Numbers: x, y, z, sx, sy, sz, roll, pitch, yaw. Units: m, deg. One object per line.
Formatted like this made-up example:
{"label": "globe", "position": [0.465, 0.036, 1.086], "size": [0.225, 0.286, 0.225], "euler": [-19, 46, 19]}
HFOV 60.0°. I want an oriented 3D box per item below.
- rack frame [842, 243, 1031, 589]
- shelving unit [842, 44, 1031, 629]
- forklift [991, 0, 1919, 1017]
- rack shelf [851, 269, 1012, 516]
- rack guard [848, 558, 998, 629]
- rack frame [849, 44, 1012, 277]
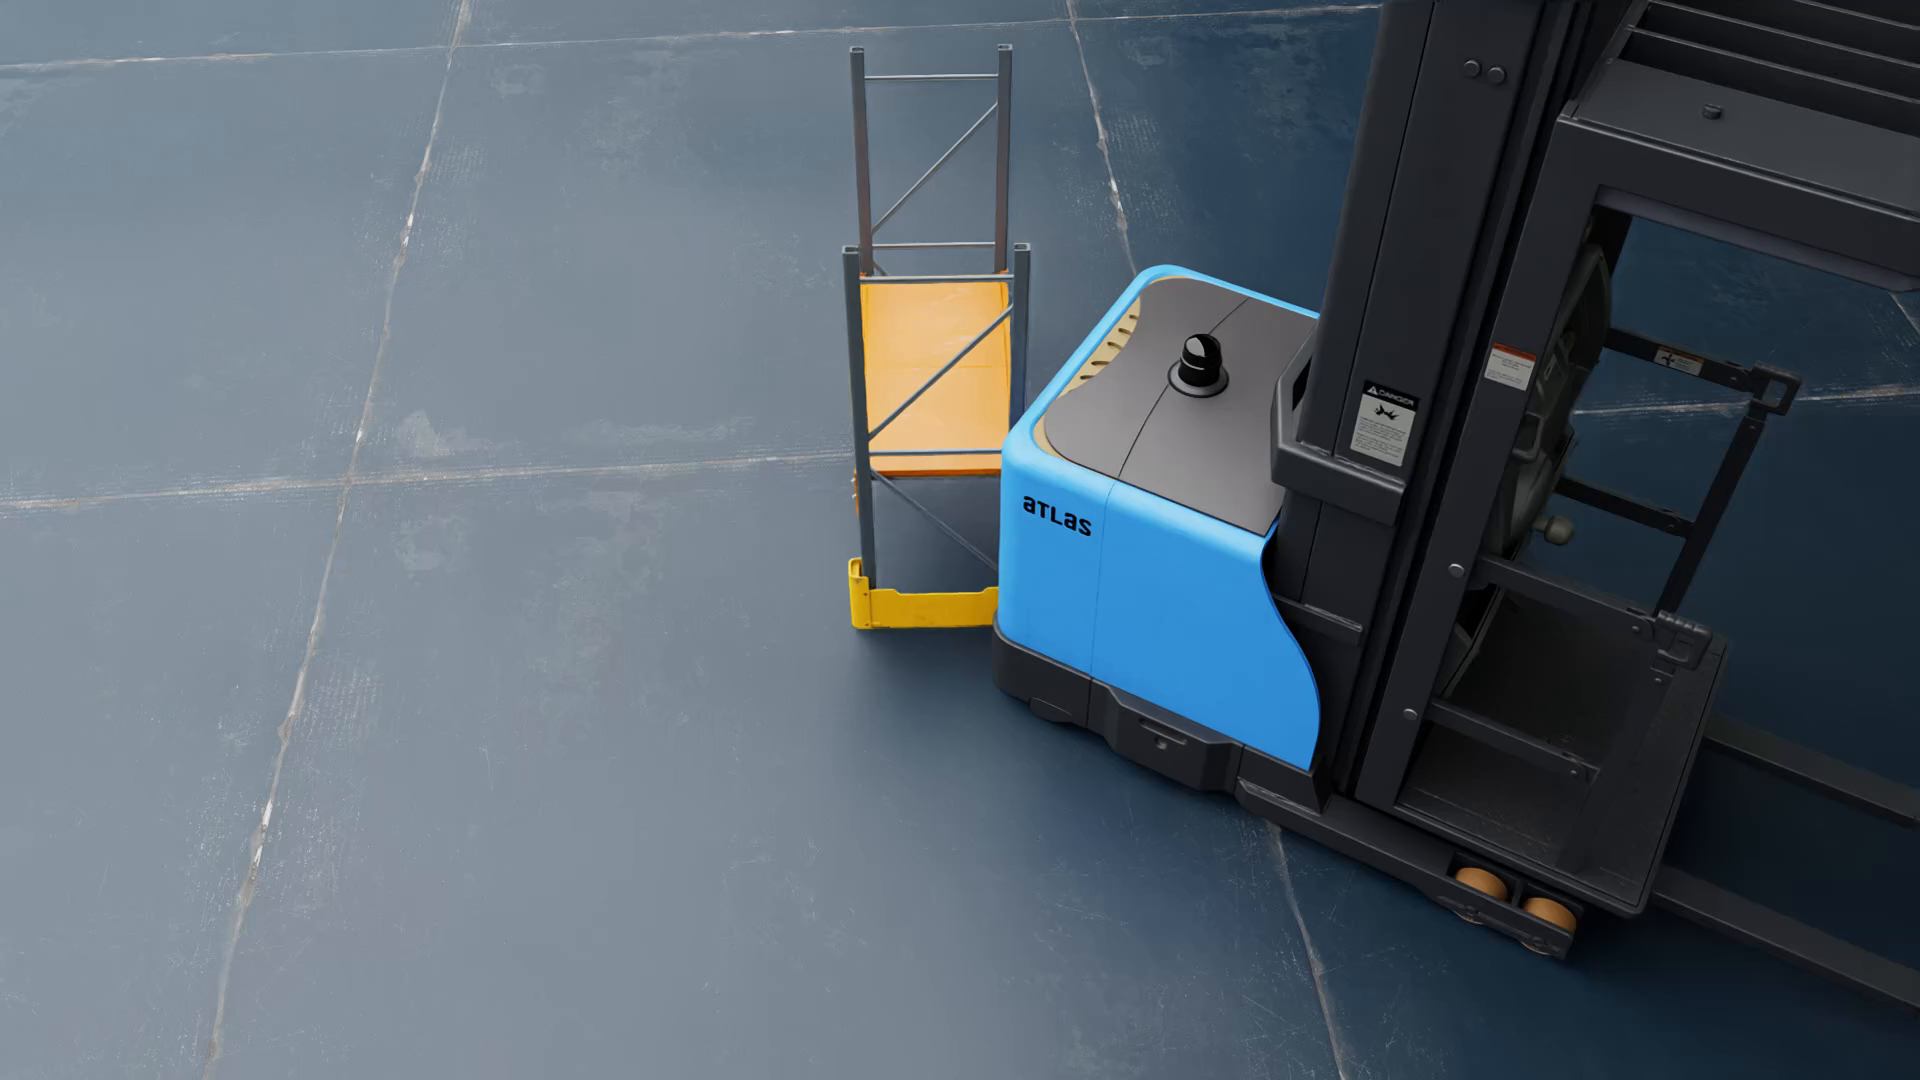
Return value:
{"label": "rack frame", "position": [-0.063, -0.260, 4.963], "size": [0.500, 1.500, 0.032], "euler": [-1, 47, -1]}
{"label": "shelving unit", "position": [-0.076, -0.622, 5.306], "size": [0.587, 1.500, 1.083], "euler": [-1, 47, -1]}
{"label": "forklift", "position": [1.634, -0.296, 4.012], "size": [3.031, 2.935, 1.130], "euler": [23, 51, 20]}
{"label": "rack shelf", "position": [-0.076, -0.505, 5.443], "size": [0.538, 0.185, 1.000], "euler": [-1, 47, -1]}
{"label": "rack guard", "position": [-0.063, 0.169, 5.418], "size": [0.587, 0.250, 0.087], "euler": [-1, 47, -1]}
{"label": "rack frame", "position": [-0.090, -0.998, 5.662], "size": [0.500, 1.500, 0.032], "euler": [-1, 47, -1]}
